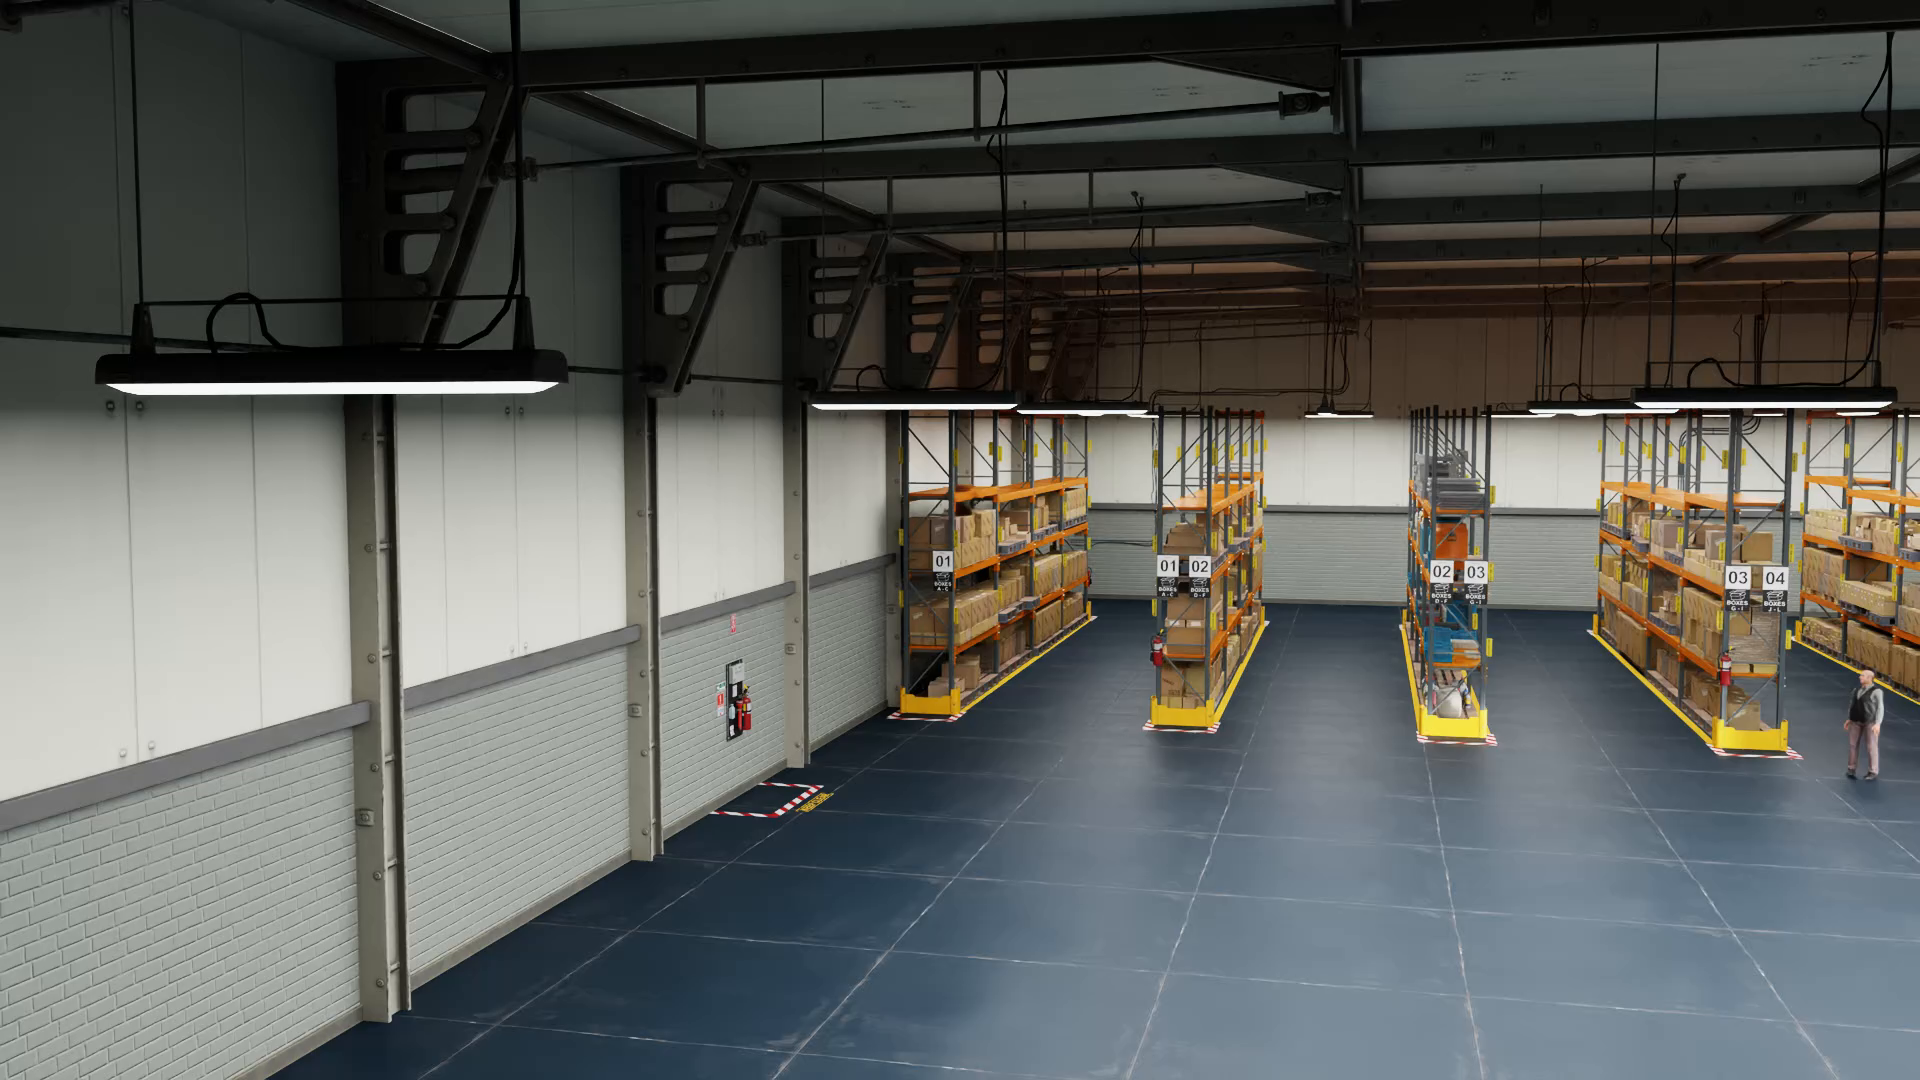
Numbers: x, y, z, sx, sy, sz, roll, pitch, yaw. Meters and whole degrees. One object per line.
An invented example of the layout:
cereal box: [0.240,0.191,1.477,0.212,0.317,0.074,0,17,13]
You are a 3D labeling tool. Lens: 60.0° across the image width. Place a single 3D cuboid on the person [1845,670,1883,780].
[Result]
person: [14.474,2.943,26.630,0.406,1.727,0.580,-3,5,-39]
